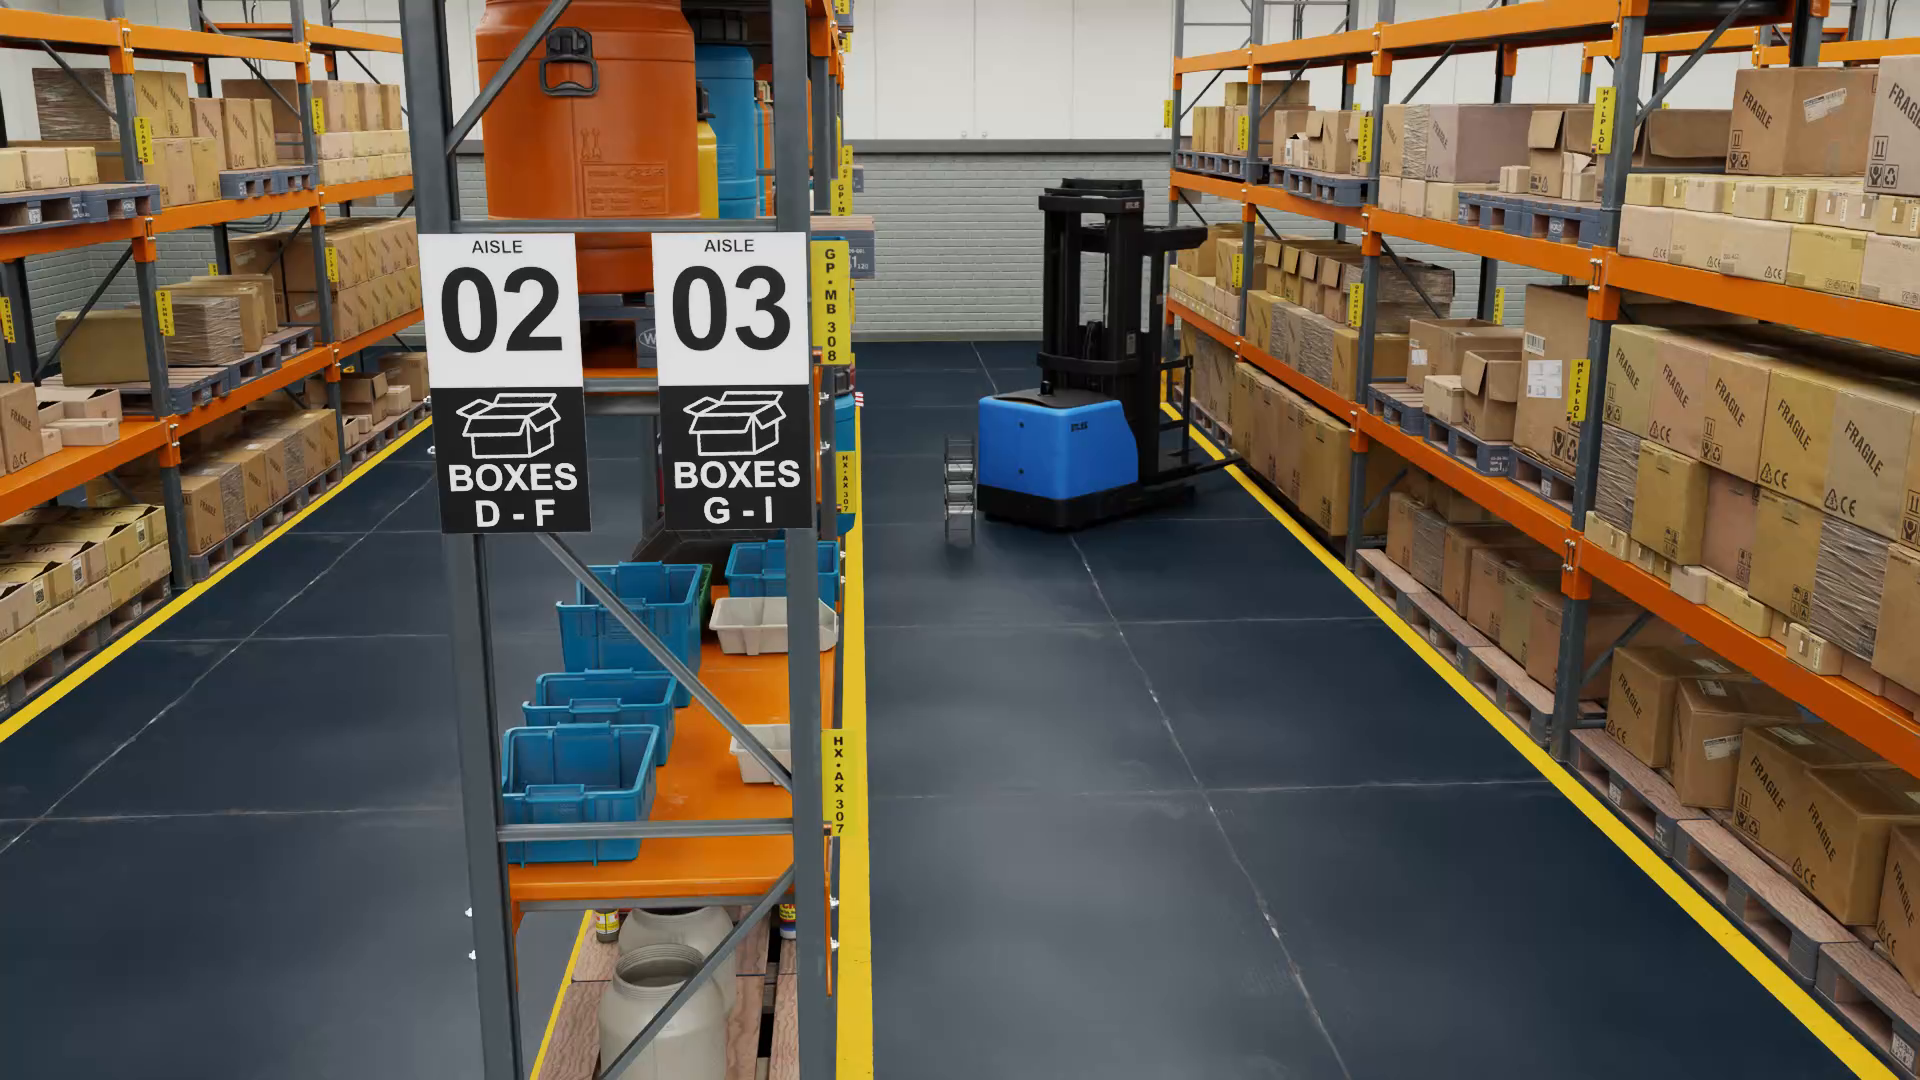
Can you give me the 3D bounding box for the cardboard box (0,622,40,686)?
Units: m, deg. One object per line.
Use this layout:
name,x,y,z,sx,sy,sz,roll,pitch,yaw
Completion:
cardboard box,-5.927,0.685,10.020,0.500,0.250,0.500,-1,14,-5

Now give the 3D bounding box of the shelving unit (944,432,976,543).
shelving unit,0.000,-0.438,13.922,0.258,0.900,0.210,-1,14,-3

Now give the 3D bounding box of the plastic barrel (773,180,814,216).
plastic barrel,-1.076,-2.227,10.918,0.301,0.262,0.301,0,14,0

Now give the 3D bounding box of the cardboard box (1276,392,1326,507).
cardboard box,3.486,-0.798,14.530,1.225,0.875,0.875,-1,14,-3

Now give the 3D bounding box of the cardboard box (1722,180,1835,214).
cardboard box,3.654,-1.529,7.432,0.380,0.149,0.250,0,14,-2

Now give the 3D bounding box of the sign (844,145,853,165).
sign,-1.336,-4.558,19.911,0.100,0.325,0.005,-1,14,-3

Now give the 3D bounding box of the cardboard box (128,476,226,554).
cardboard box,-6.075,-0.198,12.910,0.500,0.500,0.500,0,14,-1

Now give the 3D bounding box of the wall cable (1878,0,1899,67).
wall cable,15.851,-7.751,26.017,2.988,3.039,0.133,-1,14,-3

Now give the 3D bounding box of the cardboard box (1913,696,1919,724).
cardboard box,3.746,0.628,6.072,0.380,0.149,0.250,-1,14,-3

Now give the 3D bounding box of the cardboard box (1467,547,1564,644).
cardboard box,3.741,0.351,10.775,0.700,0.500,0.500,-2,15,-8

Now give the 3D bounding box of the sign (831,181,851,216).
sign,-0.590,-1.622,8.271,0.100,0.325,0.005,-1,14,-3

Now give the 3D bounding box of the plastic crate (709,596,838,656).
plastic crate,-0.787,0.369,7.102,0.530,0.136,0.437,-1,14,-3

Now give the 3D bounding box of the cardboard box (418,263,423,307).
cardboard box,-6.528,-3.009,19.500,0.500,0.500,0.500,0,14,-2

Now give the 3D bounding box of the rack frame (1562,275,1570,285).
rack frame,8.016,-3.271,20.720,1.000,3.000,0.127,-1,14,-3

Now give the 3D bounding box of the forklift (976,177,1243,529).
forklift,1.528,-1.808,15.170,1.130,2.935,3.031,13,20,42

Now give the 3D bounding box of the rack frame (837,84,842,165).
rack frame,-1.636,-5.054,15.609,1.000,3.000,0.127,-1,14,-3

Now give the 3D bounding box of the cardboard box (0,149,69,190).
cardboard box,-6.197,-2.419,10.848,0.500,0.250,0.500,0,14,-2

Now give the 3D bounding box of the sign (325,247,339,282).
sign,-6.026,-2.643,15.955,0.100,0.325,0.005,-1,14,-3

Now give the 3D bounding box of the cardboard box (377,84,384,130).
cardboard box,-6.833,-4.800,18.435,0.700,0.500,0.500,-1,14,-3

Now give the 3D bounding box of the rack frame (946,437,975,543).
rack frame,0.006,-0.413,13.824,0.240,0.900,0.006,-1,14,-3

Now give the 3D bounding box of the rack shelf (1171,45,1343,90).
rack shelf,3.184,-5.086,17.979,1.077,0.370,4.000,-1,14,-3

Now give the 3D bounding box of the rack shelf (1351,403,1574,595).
rack shelf,3.679,-0.384,10.944,1.077,0.370,4.000,-1,14,-3

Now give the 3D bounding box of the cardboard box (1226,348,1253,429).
cardboard box,3.347,-1.565,17.509,0.875,0.875,0.875,-1,14,-3

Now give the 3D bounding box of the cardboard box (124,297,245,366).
cardboard box,-6.350,-1.715,13.629,0.700,0.500,0.500,2,15,7

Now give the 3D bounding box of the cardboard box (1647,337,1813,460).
cardboard box,3.610,-0.672,7.813,0.500,0.500,0.500,-1,14,-3

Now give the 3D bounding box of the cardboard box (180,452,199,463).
cardboard box,-6.656,-0.438,13.843,0.500,0.500,0.500,-1,14,-5

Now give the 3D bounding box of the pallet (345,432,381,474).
pallet,-6.622,-0.893,17.074,1.003,0.211,1.213,-1,14,-3

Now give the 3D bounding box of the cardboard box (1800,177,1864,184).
cardboard box,4.139,-1.603,7.718,0.380,0.149,0.250,-2,15,-6

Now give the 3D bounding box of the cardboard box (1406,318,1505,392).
cardboard box,3.629,-1.348,12.203,0.500,0.500,0.500,-3,15,-10

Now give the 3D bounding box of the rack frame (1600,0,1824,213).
rack frame,3.803,-3.141,8.173,1.000,3.000,0.127,-1,14,-3

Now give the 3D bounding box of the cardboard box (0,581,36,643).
cardboard box,-5.920,0.414,9.949,0.500,0.311,0.500,-1,14,-5

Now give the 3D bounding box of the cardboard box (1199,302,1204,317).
cardboard box,2.867,-2.557,18.448,0.380,0.149,0.250,-1,14,-3

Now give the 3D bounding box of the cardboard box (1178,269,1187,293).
cardboard box,2.859,-3.038,19.520,0.500,0.250,0.500,-1,14,-4

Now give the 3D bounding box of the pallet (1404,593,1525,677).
pallet,3.675,0.617,11.203,1.003,0.211,1.213,-1,14,-3

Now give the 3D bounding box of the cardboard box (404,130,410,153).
cardboard box,-6.541,-4.566,19.031,0.500,0.250,0.500,-1,14,-3

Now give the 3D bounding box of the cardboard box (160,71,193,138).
cardboard box,-6.416,-3.426,13.094,0.500,0.500,0.500,-1,14,-3

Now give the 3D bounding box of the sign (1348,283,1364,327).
sign,3.002,-1.781,12.607,0.100,0.325,0.005,-1,14,-3

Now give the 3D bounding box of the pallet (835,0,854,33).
pallet,-1.402,-3.954,12.515,1.213,0.211,1.003,-1,14,-3

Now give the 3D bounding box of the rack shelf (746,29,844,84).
rack shelf,-1.512,-4.014,13.815,1.077,0.370,4.000,-1,14,-3

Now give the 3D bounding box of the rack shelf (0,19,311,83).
rack shelf,-6.456,-3.939,13.522,1.077,0.370,4.000,-1,14,-3

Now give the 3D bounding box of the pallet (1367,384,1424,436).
pallet,3.706,-0.962,12.129,1.213,0.211,1.003,-1,14,-3

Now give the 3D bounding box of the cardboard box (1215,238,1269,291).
cardboard box,2.985,-2.894,17.455,0.500,0.500,0.500,-1,14,-3

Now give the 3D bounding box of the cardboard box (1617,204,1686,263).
cardboard box,3.575,-1.499,8.116,0.500,0.250,0.500,-1,15,-6

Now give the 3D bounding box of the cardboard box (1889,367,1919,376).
cardboard box,4.196,-0.431,6.878,0.500,0.500,0.500,-1,14,-3

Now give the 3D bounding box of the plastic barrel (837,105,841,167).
plastic barrel,-1.377,-3.672,15.037,0.600,0.588,0.600,0,14,0

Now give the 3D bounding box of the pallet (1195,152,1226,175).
pallet,3.195,-4.141,18.259,1.003,0.211,1.213,-1,14,-3

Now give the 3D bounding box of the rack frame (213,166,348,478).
rack frame,-6.580,-2.073,16.063,1.000,3.000,0.127,-1,14,-3

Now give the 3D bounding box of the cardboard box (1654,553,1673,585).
cardboard box,3.587,0.131,8.003,0.380,0.149,0.250,-1,14,-3

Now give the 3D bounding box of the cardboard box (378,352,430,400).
cardboard box,-6.548,-1.939,19.675,0.500,0.500,0.500,-1,14,-3

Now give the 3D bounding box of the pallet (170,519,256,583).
pallet,-6.341,0.086,13.268,1.003,0.211,1.213,-1,14,-3

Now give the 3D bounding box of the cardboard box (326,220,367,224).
cardboard box,-7.023,-3.356,18.843,0.500,0.500,0.500,-1,14,-3

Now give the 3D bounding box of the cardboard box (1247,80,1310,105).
cardboard box,3.256,-4.575,17.019,0.500,0.250,0.500,-2,15,-7

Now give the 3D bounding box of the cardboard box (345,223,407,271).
cardboard box,-6.457,-3.239,18.389,0.500,0.500,0.500,0,14,-2

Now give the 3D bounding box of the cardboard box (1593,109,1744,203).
cardboard box,3.873,-2.060,8.942,0.797,0.503,0.637,-2,15,-6

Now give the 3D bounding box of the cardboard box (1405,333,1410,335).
cardboard box,3.797,-1.404,13.261,0.500,0.500,0.500,0,14,-2
